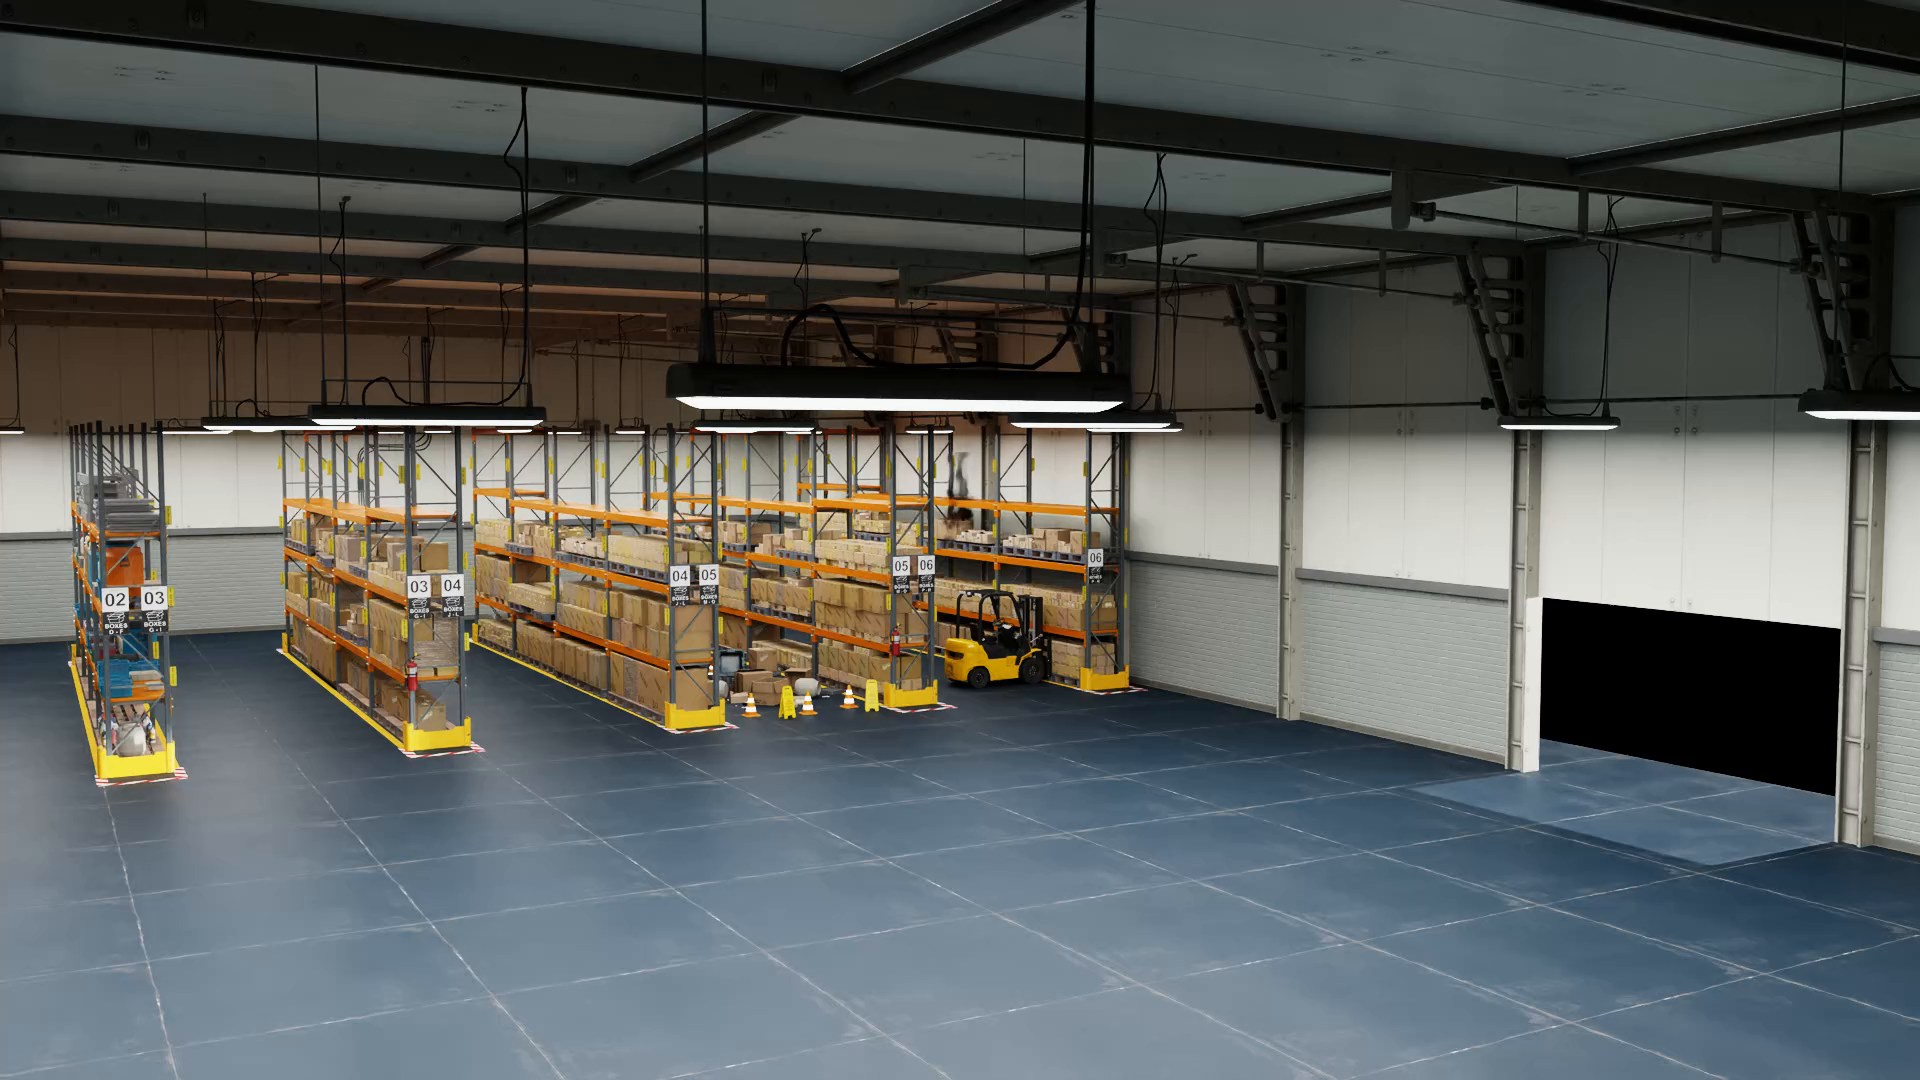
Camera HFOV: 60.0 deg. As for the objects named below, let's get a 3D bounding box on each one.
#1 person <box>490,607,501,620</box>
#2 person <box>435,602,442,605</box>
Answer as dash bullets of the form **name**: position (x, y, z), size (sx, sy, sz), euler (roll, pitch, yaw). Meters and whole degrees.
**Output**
- **person**: position (-13.524, 1.836, 48.469), size (0.694, 1.820, 0.933), euler (2, 4, 31)
- **person**: position (-13.673, 2.100, 44.346), size (0.734, 1.800, 0.951), euler (-1, 4, -20)
